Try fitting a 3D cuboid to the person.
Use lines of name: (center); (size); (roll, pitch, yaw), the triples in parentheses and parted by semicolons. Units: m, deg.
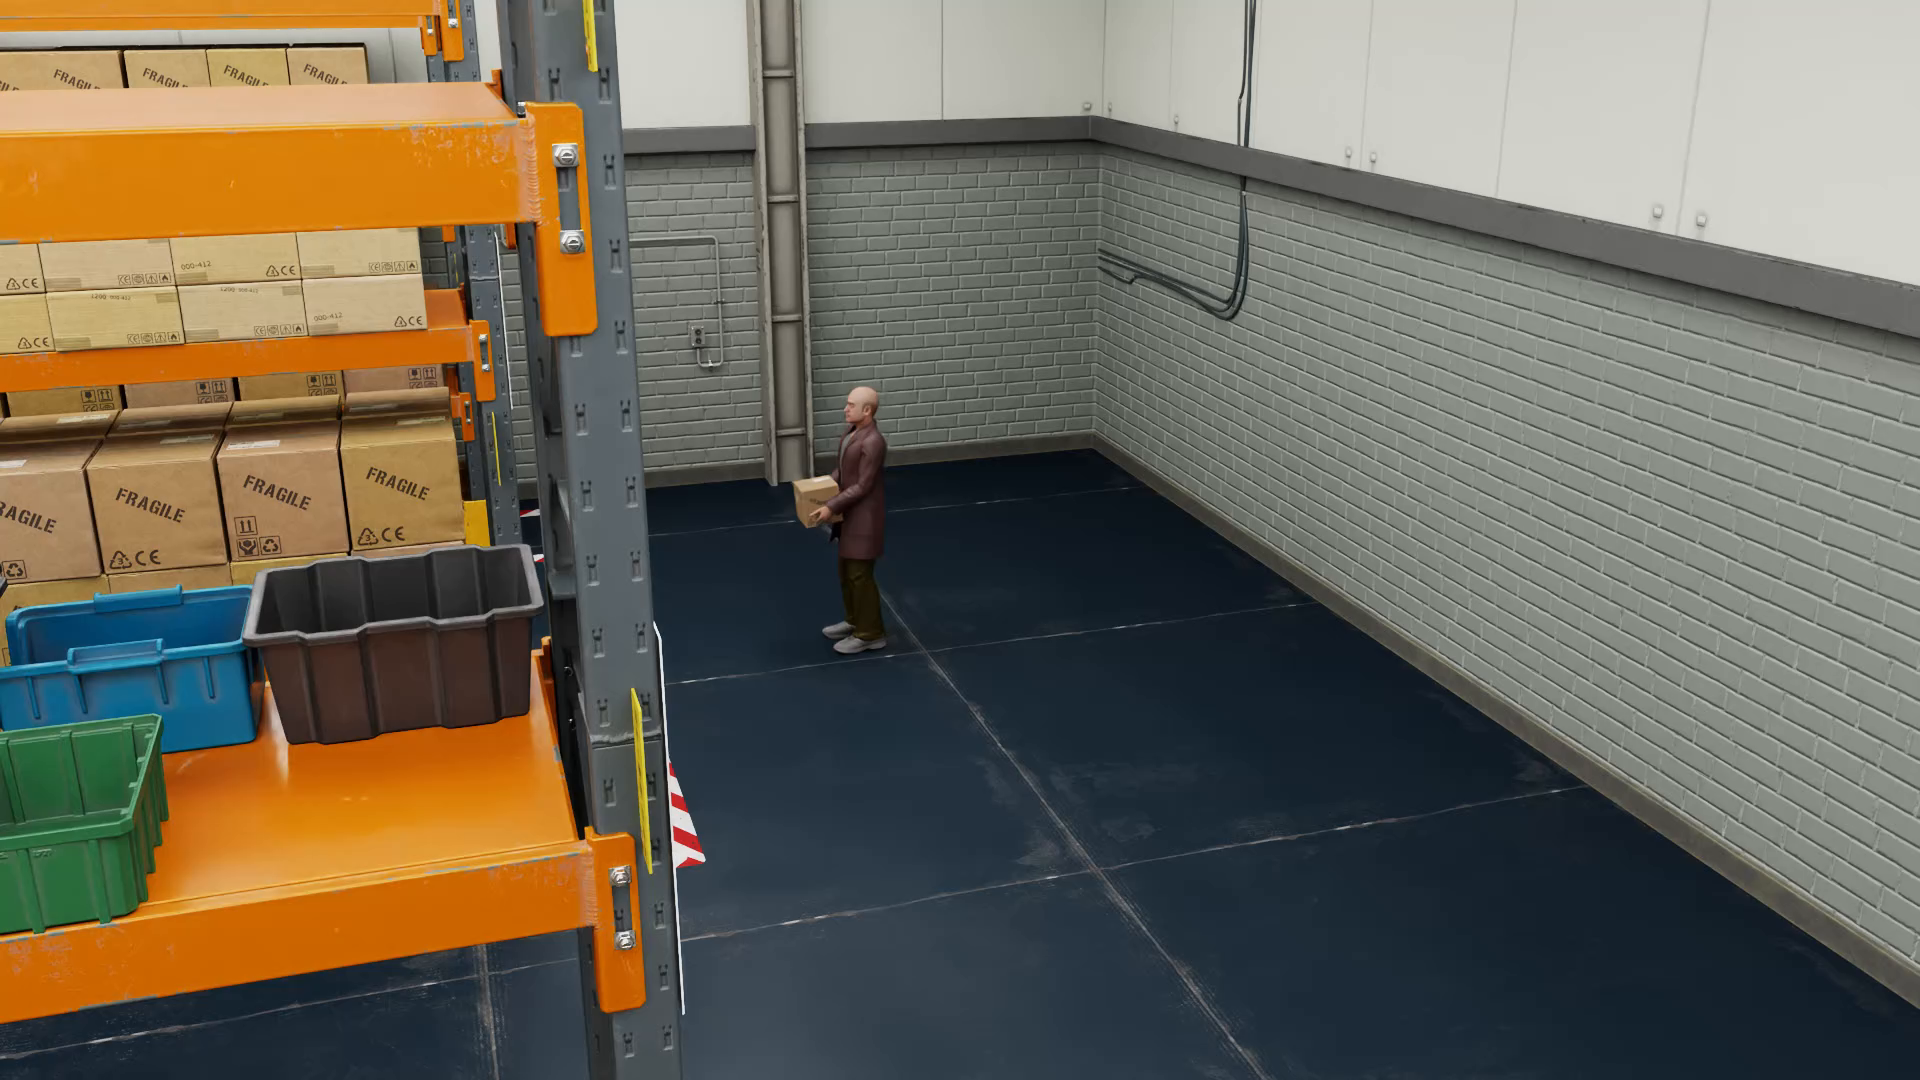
person: (-0.761, -0.137, 10.978); (0.535, 1.780, 0.548); (-6, 20, -18)
